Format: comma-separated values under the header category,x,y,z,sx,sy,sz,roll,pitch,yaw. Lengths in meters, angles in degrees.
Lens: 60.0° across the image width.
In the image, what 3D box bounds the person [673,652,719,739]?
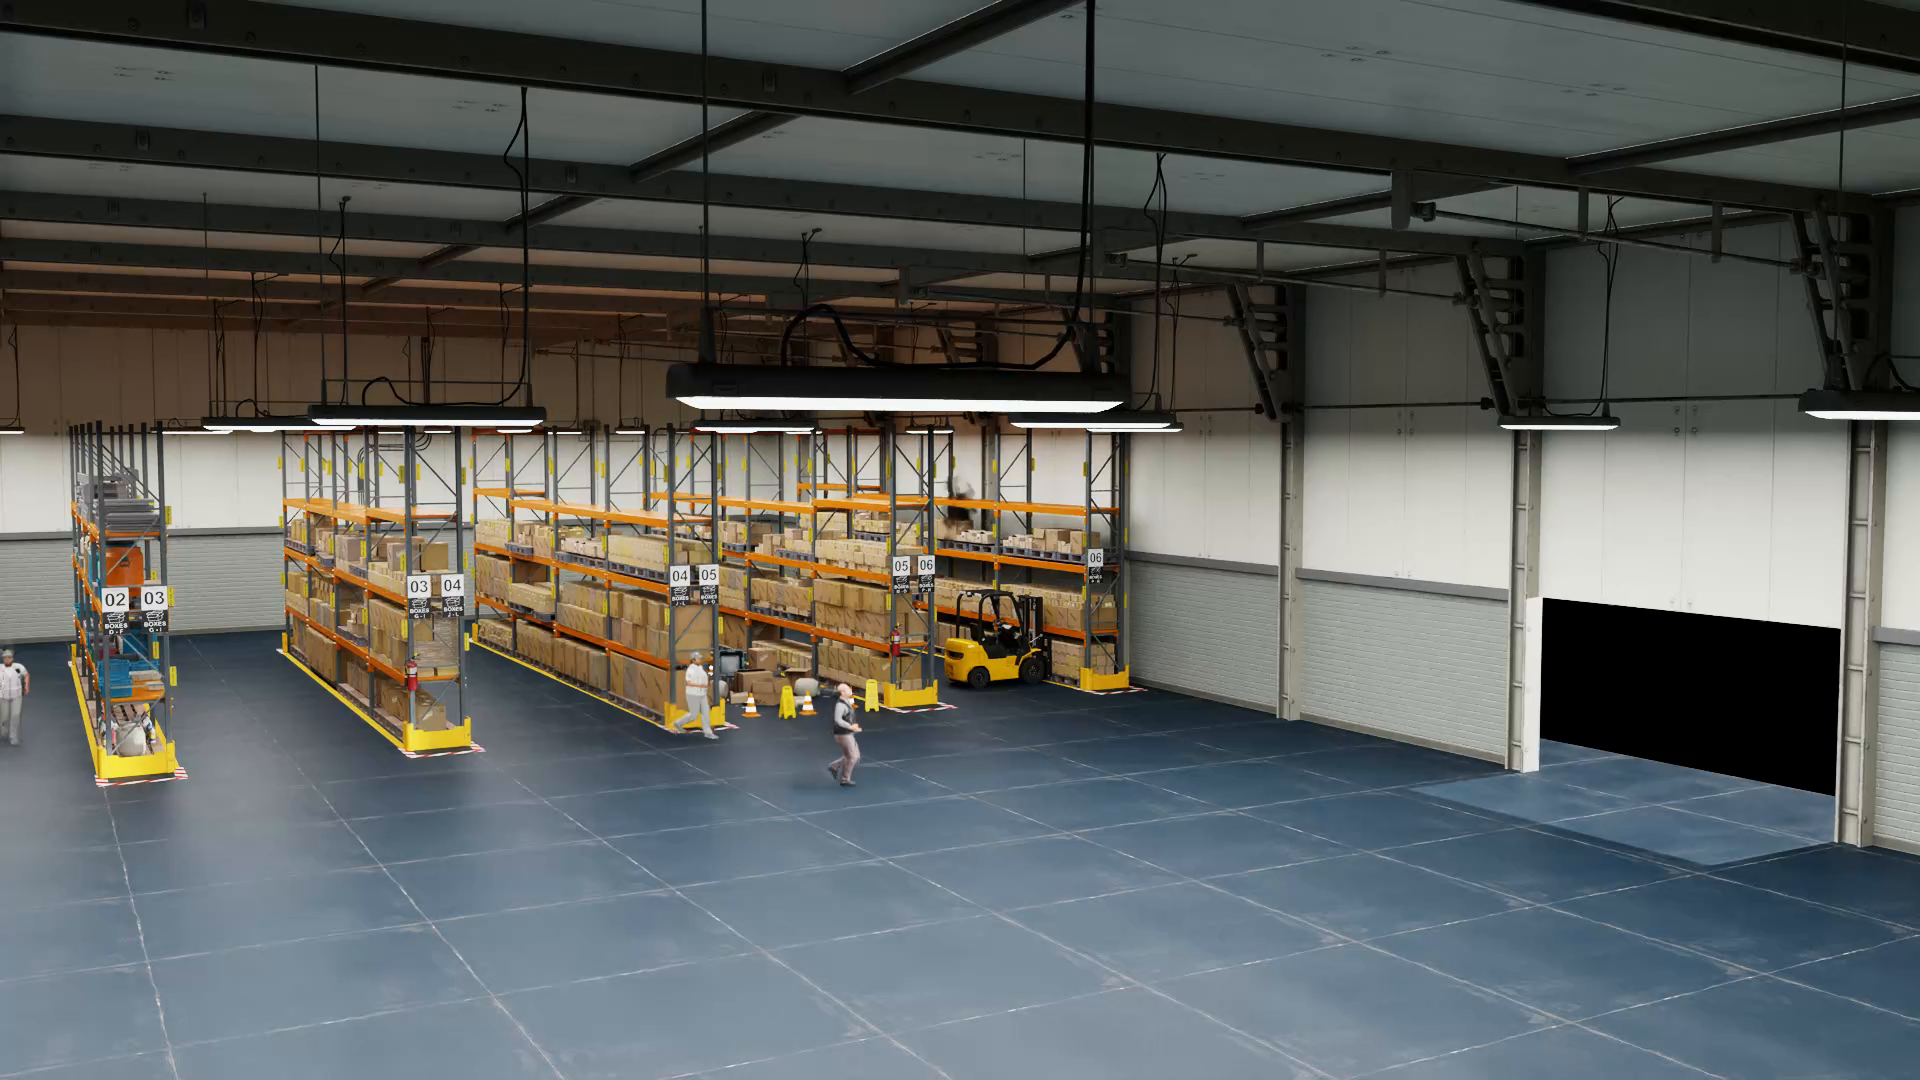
category,x,y,z,sx,sy,sz,roll,pitch,yaw
person,-5.000,2.941,31.491,0.909,1.648,0.612,1,4,18

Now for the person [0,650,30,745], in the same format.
category,x,y,z,sx,sy,sz,roll,pitch,yaw
person,-17.776,2.918,31.127,0.678,1.747,0.992,-2,4,-33

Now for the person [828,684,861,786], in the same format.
category,x,y,z,sx,sy,sz,roll,pitch,yaw
person,-1.893,3.197,27.281,0.587,1.681,0.680,0,4,3
